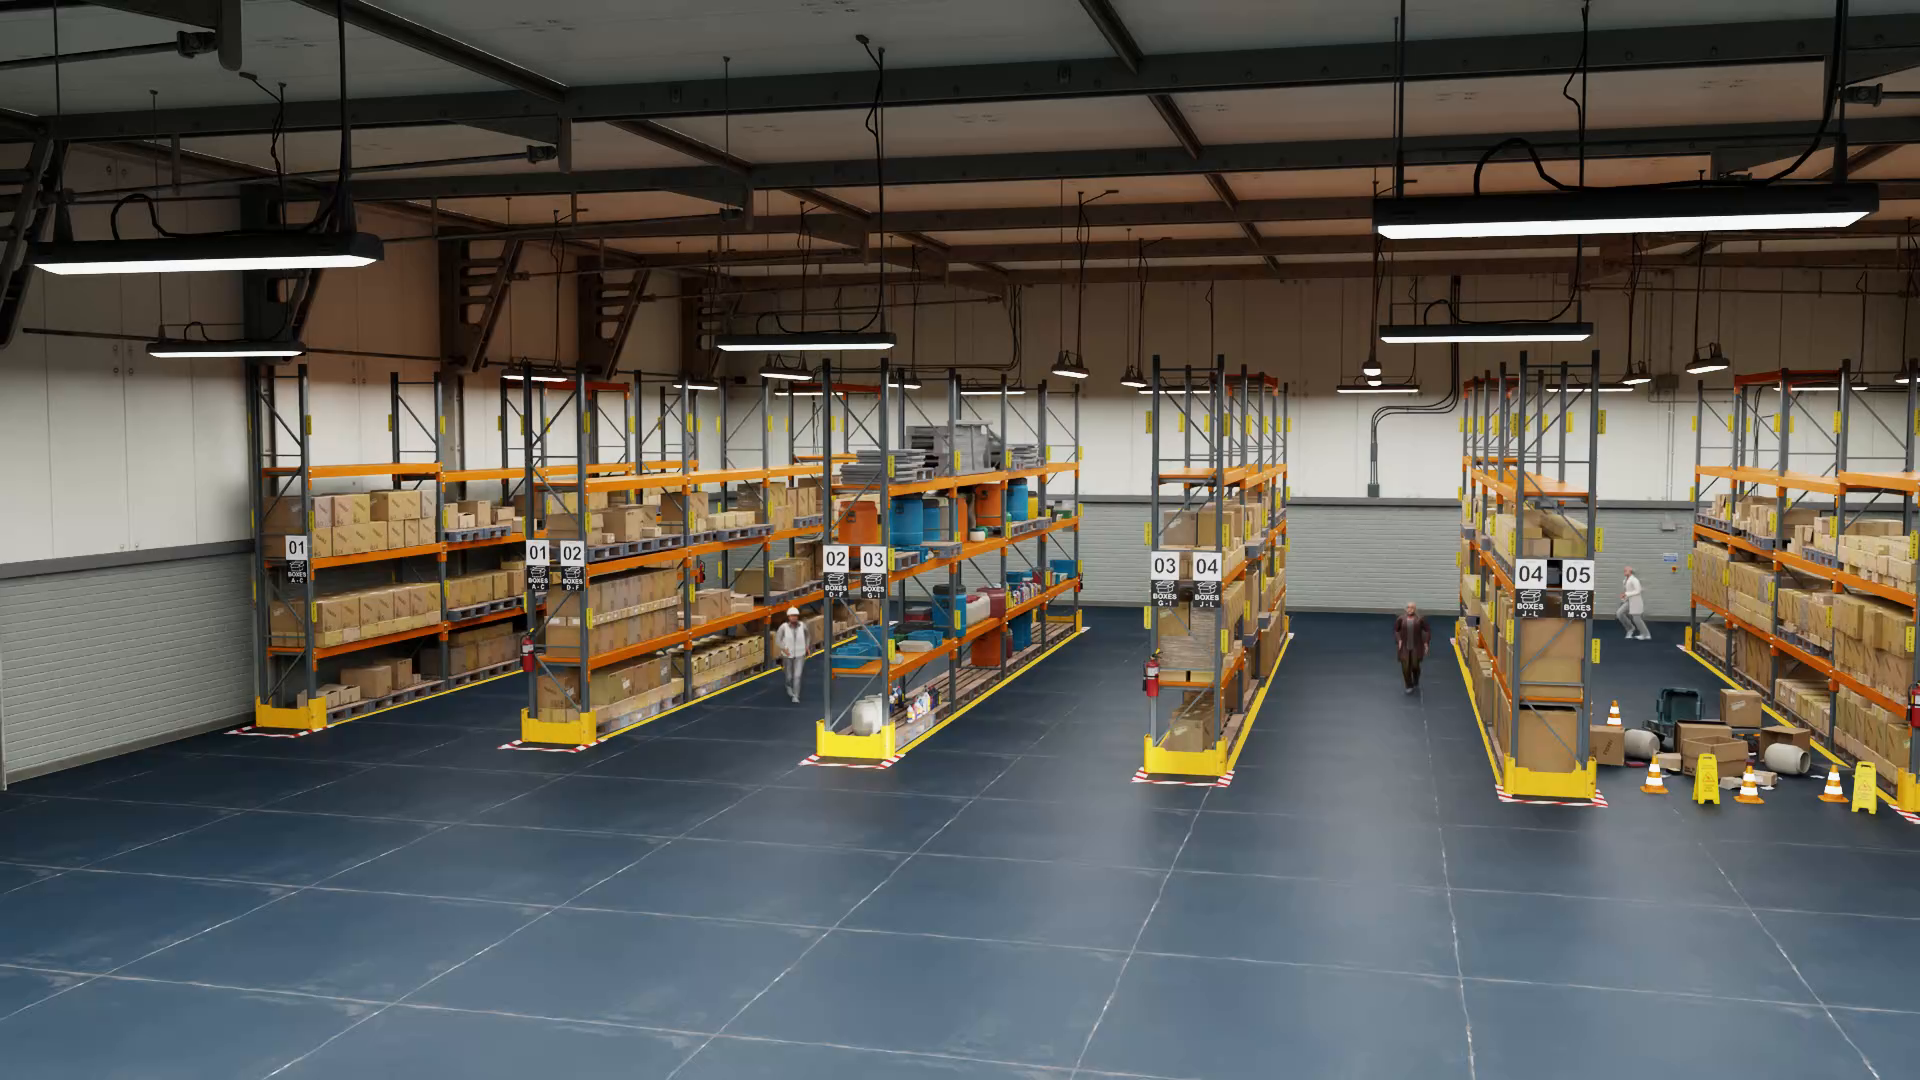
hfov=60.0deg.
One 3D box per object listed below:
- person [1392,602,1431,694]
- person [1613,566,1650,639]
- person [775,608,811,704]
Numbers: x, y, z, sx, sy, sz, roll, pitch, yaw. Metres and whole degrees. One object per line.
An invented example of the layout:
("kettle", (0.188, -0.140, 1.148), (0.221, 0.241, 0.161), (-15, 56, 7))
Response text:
("person", (8.385, 2.010, 30.914), (0.704, 1.727, 0.661), (1, 4, 18))
("person", (15.650, 1.479, 38.857), (0.940, 1.753, 0.743), (0, 4, -4))
("person", (-3.028, 2.072, 30.131), (0.663, 1.724, 0.696), (-1, 4, -9))
